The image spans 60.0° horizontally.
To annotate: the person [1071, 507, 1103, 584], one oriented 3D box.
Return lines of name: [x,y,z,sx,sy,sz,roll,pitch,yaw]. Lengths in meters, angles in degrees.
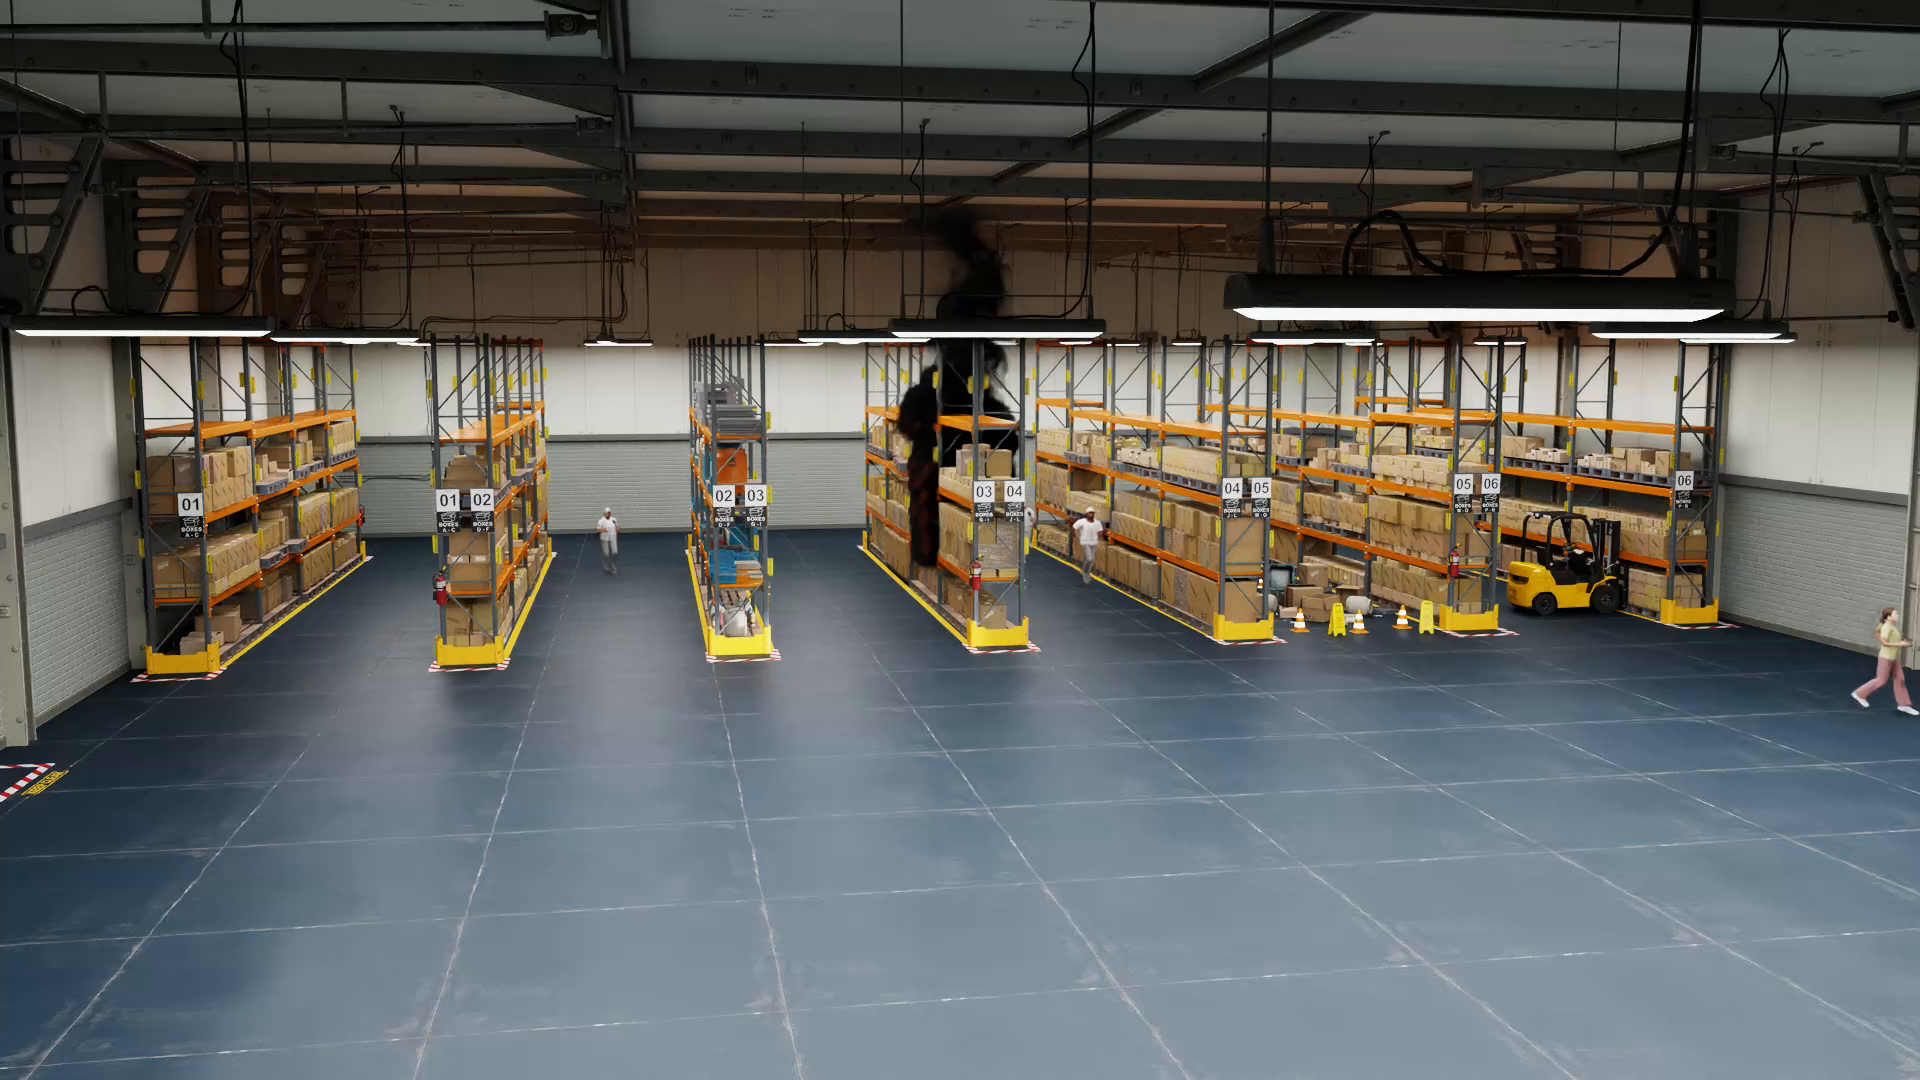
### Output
person: [3.027,0.132,38.796,0.692,1.802,0.660,-3,7,-22]

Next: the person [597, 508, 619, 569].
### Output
person: [-8.992,-0.046,42.539,0.583,1.548,0.723,-2,7,-20]

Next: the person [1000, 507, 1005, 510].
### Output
person: [1.045,-0.064,40.468,0.675,1.765,0.805,-2,7,-14]

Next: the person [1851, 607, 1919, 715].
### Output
person: [14.588,1.880,26.147,0.950,1.674,0.574,5,8,39]

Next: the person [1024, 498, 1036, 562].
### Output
person: [1.746,-0.263,44.681,0.644,1.752,0.605,-1,7,-9]
